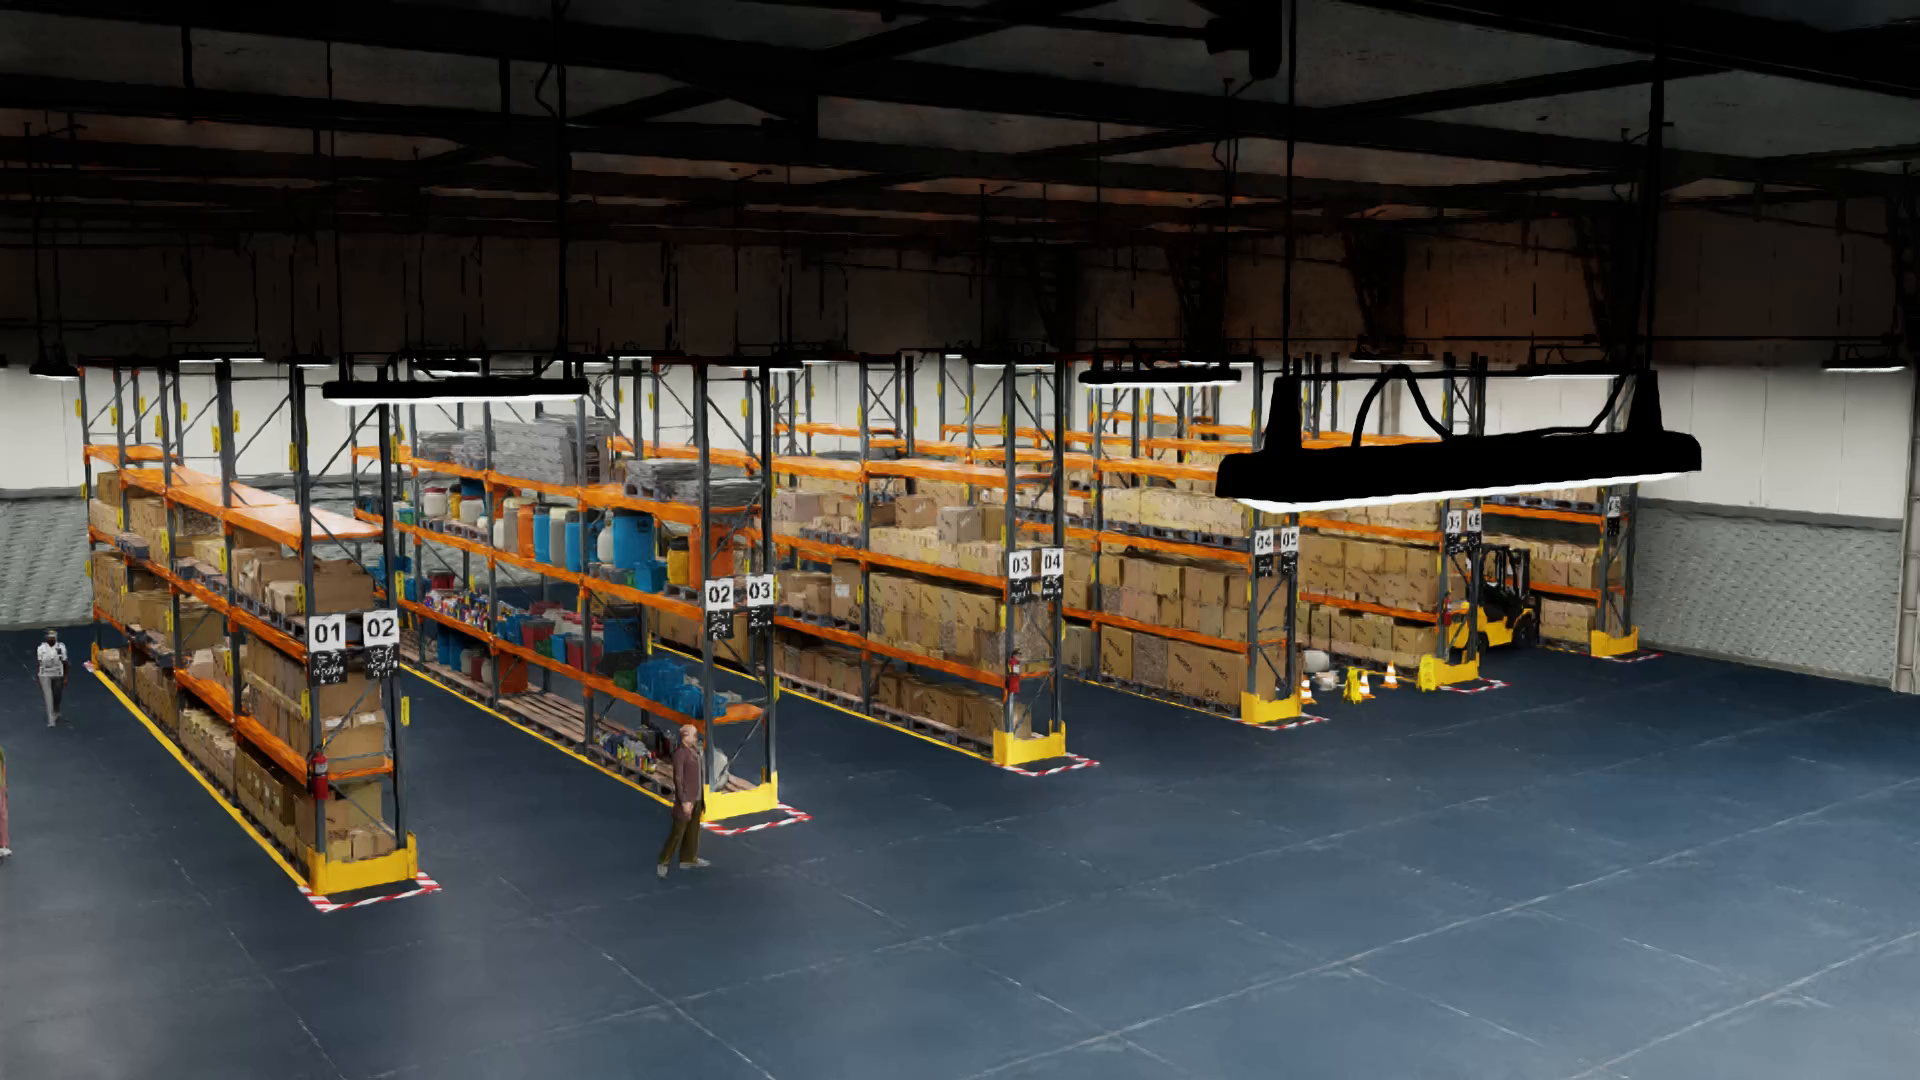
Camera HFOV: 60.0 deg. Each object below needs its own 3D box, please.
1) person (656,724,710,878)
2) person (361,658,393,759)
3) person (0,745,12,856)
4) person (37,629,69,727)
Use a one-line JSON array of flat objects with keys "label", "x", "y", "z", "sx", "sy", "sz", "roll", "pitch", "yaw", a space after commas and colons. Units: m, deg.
[{"label": "person", "x": -3.328, "y": 3.073, "z": 19.704, "sx": 0.497, "sy": 1.775, "sz": 0.774, "roll": 2, "pitch": 7, "yaw": 13}, {"label": "person", "x": -8.885, "y": 2.508, "z": 24.931, "sx": 0.807, "sy": 1.610, "sz": 0.639, "roll": 5, "pitch": 9, "yaw": 38}, {"label": "person", "x": -11.972, "y": 3.053, "z": 20.450, "sx": 0.448, "sy": 1.590, "sz": 1.110, "roll": -4, "pitch": 8, "yaw": -33}, {"label": "person", "x": -14.880, "y": 2.220, "z": 27.309, "sx": 0.445, "sy": 1.590, "sz": 1.081, "roll": -5, "pitch": 9, "yaw": -37}]
